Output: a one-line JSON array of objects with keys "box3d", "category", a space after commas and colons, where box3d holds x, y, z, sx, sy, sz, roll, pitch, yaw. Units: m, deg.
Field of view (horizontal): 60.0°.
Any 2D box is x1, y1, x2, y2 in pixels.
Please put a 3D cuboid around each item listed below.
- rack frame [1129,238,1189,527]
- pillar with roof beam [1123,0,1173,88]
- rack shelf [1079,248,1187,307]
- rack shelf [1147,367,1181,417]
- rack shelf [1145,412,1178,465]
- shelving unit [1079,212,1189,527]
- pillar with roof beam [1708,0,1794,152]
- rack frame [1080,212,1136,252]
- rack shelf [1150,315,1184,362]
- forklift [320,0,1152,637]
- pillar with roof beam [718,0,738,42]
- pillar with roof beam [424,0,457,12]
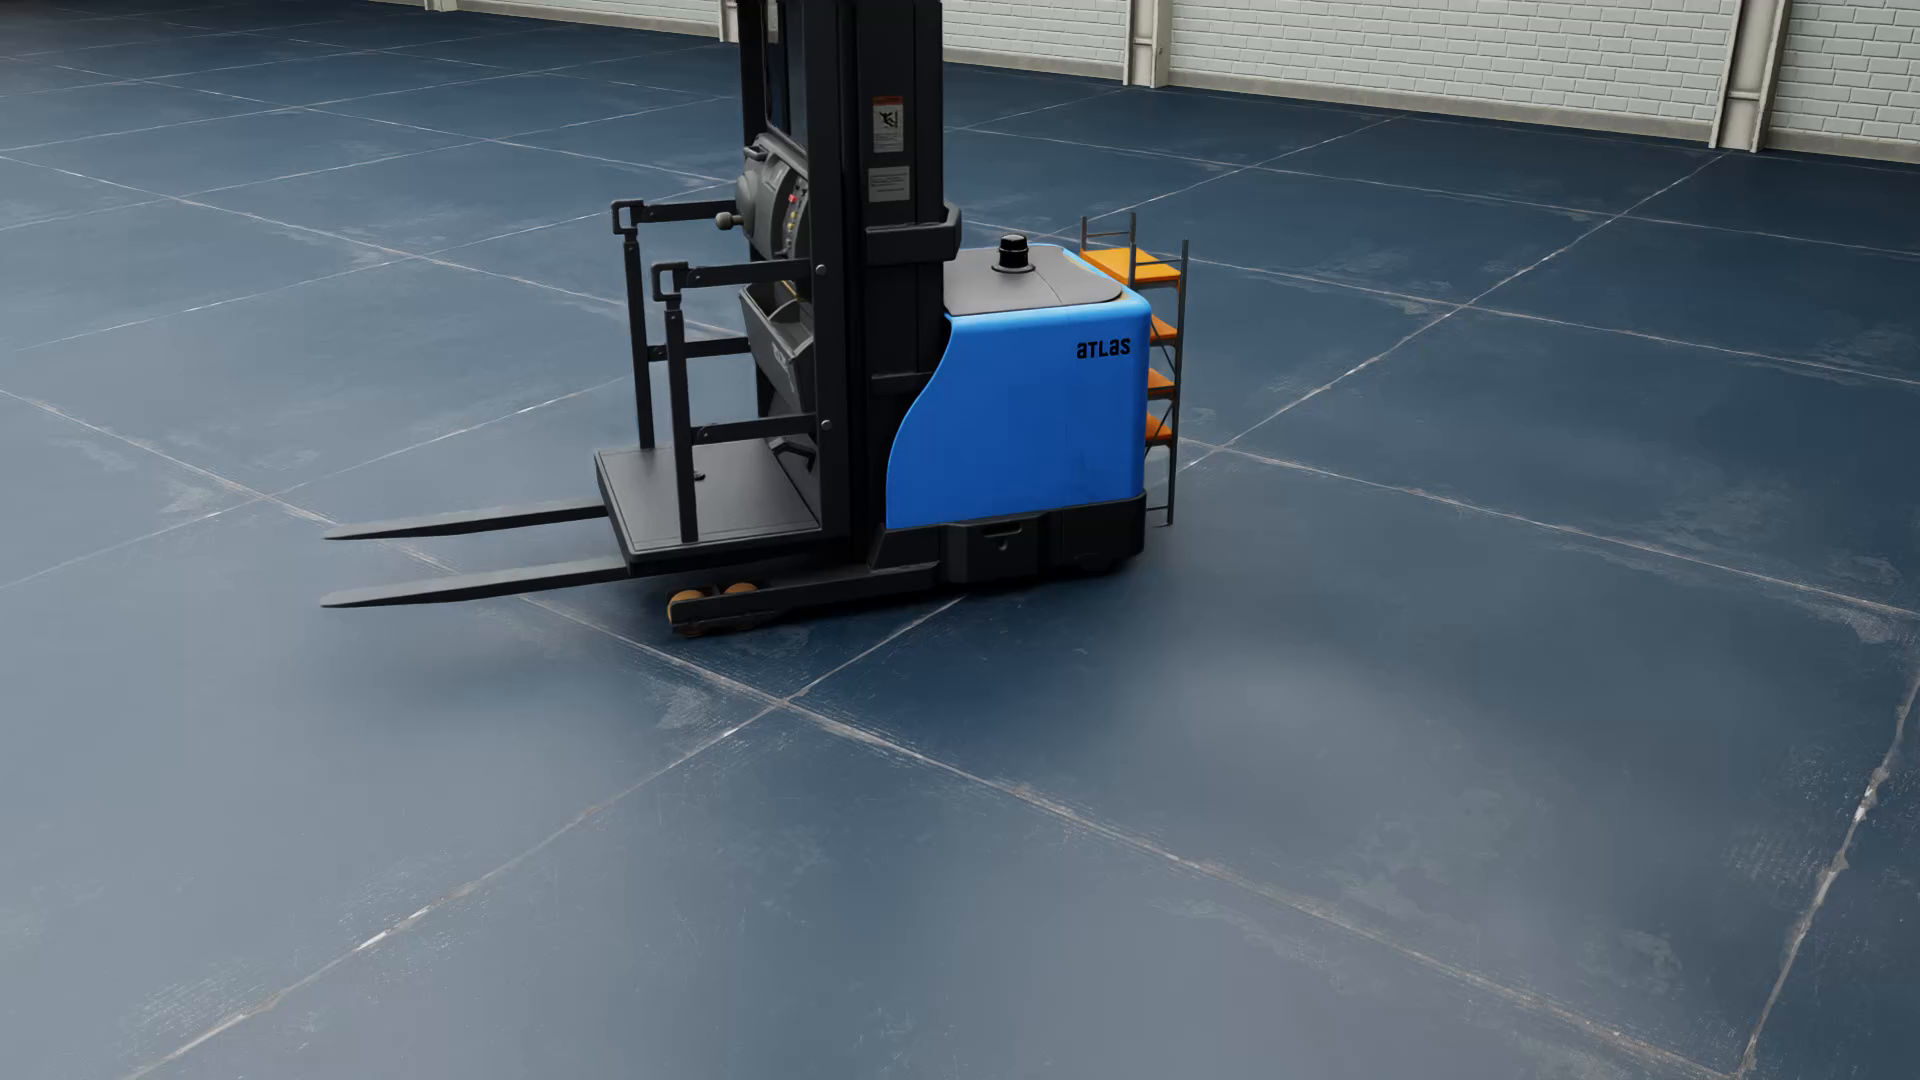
[{"box3d": [0.765, -0.597, 6.617, 0.240, 1.200, 0.015, -8, 25, -17], "category": "rack frame"}, {"box3d": [-0.587, -7.616, 12.874, 0.400, 9.000, 9.100, 17, 29, 33], "category": "pillar with roof beam"}, {"box3d": [0.686, -1.050, 6.670, 0.258, 0.148, 0.480, -8, 25, -17], "category": "rack shelf"}, {"box3d": [0.686, -0.629, 6.856, 0.258, 0.148, 0.480, -8, 25, -17], "category": "rack shelf"}, {"box3d": [0.686, -0.447, 6.936, 0.258, 0.148, 0.480, -8, 25, -17], "category": "rack shelf"}, {"box3d": [0.686, -0.690, 6.829, 0.258, 1.200, 0.503, -8, 25, -17], "category": "shelving unit"}, {"box3d": [4.214, -6.165, 9.581, 0.400, 9.000, 9.100, 17, 29, 33], "category": "pillar with roof beam"}, {"box3d": [0.608, -0.783, 7.040, 0.240, 1.200, 0.015, -8, 25, -17], "category": "rack frame"}, {"box3d": [0.686, -0.833, 6.766, 0.258, 0.148, 0.480, -8, 25, -17], "category": "rack shelf"}, {"box3d": [-0.855, -1.231, 5.909, 3.031, 2.935, 1.130, -8, 25, -17], "category": "forklift"}, {"box3d": [-5.388, -9.067, 16.167, 0.400, 9.000, 9.100, 17, 29, 33], "category": "pillar with roof beam"}, {"box3d": [-10.189, -10.517, 19.460, 0.400, 9.000, 9.100, 17, 29, 33], "category": "pillar with roof beam"}]
